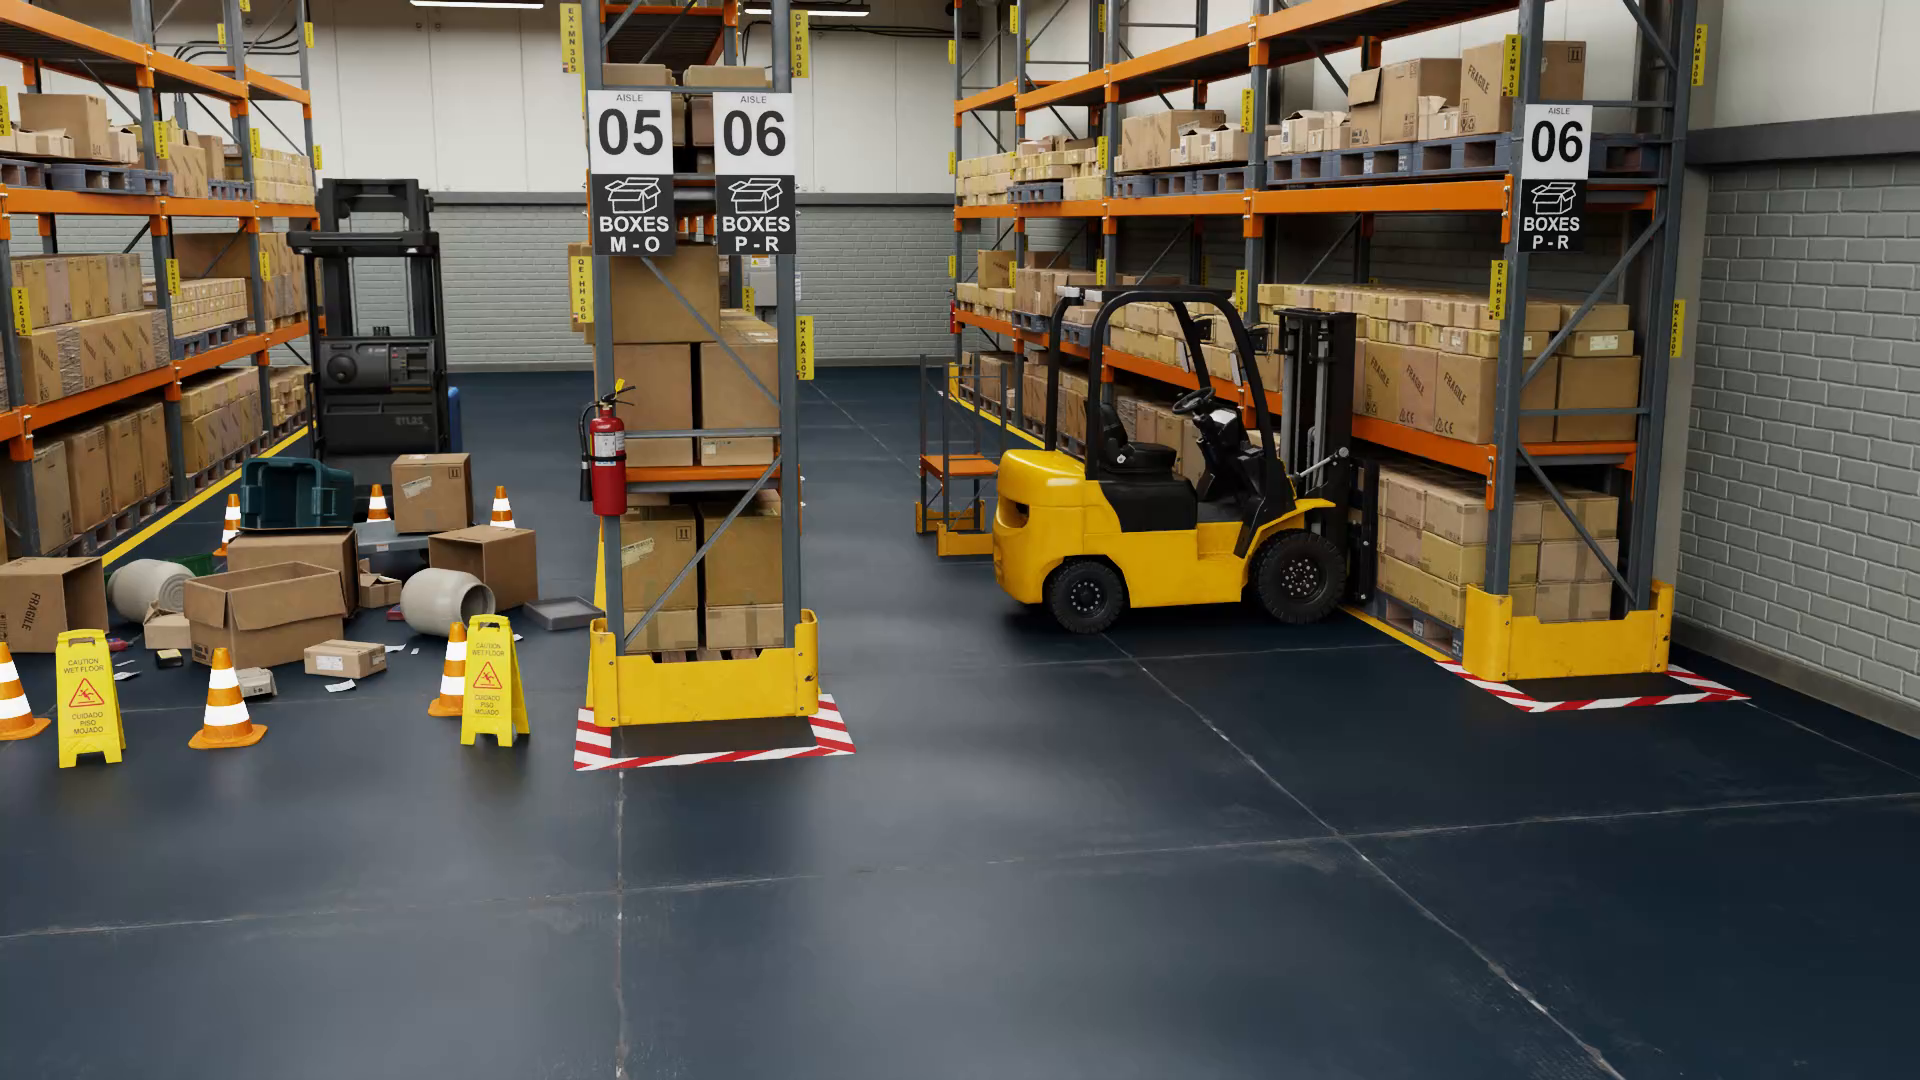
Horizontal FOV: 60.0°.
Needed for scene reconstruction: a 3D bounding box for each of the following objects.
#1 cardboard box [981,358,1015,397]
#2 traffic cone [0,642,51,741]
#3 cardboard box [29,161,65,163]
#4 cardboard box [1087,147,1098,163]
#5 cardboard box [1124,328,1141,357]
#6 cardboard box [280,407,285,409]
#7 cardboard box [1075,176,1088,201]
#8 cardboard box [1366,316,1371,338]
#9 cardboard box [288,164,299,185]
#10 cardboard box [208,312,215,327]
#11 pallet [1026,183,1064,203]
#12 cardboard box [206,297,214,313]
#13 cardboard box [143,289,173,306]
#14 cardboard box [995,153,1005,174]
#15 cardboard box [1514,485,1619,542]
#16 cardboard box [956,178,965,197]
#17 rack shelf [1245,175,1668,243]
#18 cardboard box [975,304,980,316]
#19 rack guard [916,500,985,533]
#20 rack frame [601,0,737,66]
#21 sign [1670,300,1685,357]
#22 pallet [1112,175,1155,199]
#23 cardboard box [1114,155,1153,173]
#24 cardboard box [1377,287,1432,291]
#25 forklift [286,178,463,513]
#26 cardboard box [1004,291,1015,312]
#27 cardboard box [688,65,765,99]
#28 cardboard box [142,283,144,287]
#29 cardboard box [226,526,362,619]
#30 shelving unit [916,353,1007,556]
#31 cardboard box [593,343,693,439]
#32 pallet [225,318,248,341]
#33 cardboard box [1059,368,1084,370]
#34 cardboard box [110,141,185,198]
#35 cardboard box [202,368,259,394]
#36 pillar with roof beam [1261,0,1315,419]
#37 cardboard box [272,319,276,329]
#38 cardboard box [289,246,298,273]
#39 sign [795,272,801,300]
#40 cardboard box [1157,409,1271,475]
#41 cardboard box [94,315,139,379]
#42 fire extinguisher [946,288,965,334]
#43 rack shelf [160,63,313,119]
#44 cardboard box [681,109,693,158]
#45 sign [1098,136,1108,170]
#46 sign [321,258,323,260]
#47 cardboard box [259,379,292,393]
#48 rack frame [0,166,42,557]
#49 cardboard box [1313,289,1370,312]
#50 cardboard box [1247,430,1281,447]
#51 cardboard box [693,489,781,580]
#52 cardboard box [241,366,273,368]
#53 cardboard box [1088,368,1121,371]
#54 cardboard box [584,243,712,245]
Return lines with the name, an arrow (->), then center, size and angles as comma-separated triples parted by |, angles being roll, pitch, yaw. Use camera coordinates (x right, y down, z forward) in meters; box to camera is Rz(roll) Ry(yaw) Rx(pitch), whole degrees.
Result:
cardboard box -> 0.580, -2.261, 23.117 | 0.500, 0.500, 0.500 | -2, 11, -10
traffic cone -> -4.882, 0.754, 8.497 | 0.336, 0.463, 0.334 | -2, 11, -11
cardboard box -> -7.705, -3.233, 13.649 | 0.500, 0.250, 0.500 | -2, 11, -9
cardboard box -> 1.571, -4.083, 17.644 | 0.380, 0.149, 0.250 | -2, 11, -13
cardboard box -> 1.916, -1.934, 16.235 | 0.500, 0.250, 0.500 | -2, 11, -12
cardboard box -> -8.412, -1.521, 20.166 | 0.380, 0.149, 0.250 | -2, 11, -11
cardboard box -> 1.540, -3.768, 17.847 | 0.500, 0.250, 0.500 | -2, 11, -11
cardboard box -> 2.957, -1.428, 11.172 | 0.380, 0.149, 0.250 | -2, 11, -11
cardboard box -> -8.746, -4.660, 21.200 | 0.500, 0.250, 0.500 | -2, 11, -10
cardboard box -> -7.925, -2.274, 17.168 | 0.380, 0.149, 0.250 | -2, 11, -13
pallet -> 1.462, -3.993, 19.132 | 1.213, 0.211, 1.003 | -2, 11, -11
cardboard box -> -7.933, -2.421, 17.147 | 0.380, 0.149, 0.250 | -2, 11, -9
cardboard box -> -7.628, -2.278, 15.601 | 0.380, 0.149, 0.250 | -2, 11, -11
cardboard box -> 0.757, -4.892, 21.622 | 0.500, 0.250, 0.500 | -2, 11, -12
cardboard box -> 3.625, -0.165, 10.096 | 0.500, 0.250, 0.500 | -2, 11, -12
cardboard box -> 0.239, -5.112, 24.116 | 0.500, 0.250, 0.500 | -2, 11, -12
rack shelf -> 3.144, -2.210, 11.186 | 1.077, 0.370, 4.000 | -2, 11, -11
cardboard box -> 0.417, -3.226, 23.293 | 0.380, 0.149, 0.250 | -2, 11, -13
rack guard -> -0.082, -0.200, 14.080 | 0.587, 0.250, 0.087 | -2, 11, -11
rack frame -> -2.113, -4.222, 11.814 | 1.000, 3.000, 0.127 | -2, 11, -11
sign -> 4.078, -1.206, 9.484 | 0.100, 0.325, 0.005 | -2, 11, -11
pallet -> 2.196, -3.450, 16.282 | 1.213, 0.211, 1.003 | -2, 11, -8
cardboard box -> 1.747, -3.729, 16.480 | 0.380, 0.166, 0.250 | -2, 11, -11
cardboard box -> 3.296, -1.784, 12.248 | 0.380, 0.149, 0.250 | -2, 11, -12
forklift -> -4.888, -1.527, 13.881 | 1.130, 2.935, 3.031 | -2, 11, -10
cardboard box -> 0.861, -3.081, 21.466 | 0.500, 0.250, 0.500 | -2, 11, -10
cardboard box -> -1.205, -2.356, 8.570 | 0.380, 0.149, 0.250 | -2, 11, -11
cardboard box -> -8.571, -2.544, 16.997 | 0.380, 0.149, 0.250 | -2, 11, -9
cardboard box -> -4.350, 0.217, 10.849 | 0.797, 0.637, 0.503 | -2, 11, -11
shelving unit -> 0.015, -0.723, 13.483 | 0.587, 1.500, 1.083 | -2, 11, -11
cardboard box -> -1.711, -0.826, 8.954 | 0.500, 0.500, 0.500 | -2, 11, -12
pallet -> -8.499, -2.304, 18.294 | 1.003, 0.211, 1.213 | -2, 11, -11
cardboard box -> 1.277, -1.954, 19.766 | 0.380, 0.149, 0.250 | -2, 11, -11
cardboard box -> -7.577, -3.448, 15.497 | 0.500, 0.500, 0.500 | -2, 11, -11
cardboard box -> -8.112, -1.763, 18.495 | 0.500, 0.250, 0.500 | -2, 11, -13
pillar with roof beam -> -1.108, -4.774, 14.714 | 9.100, 9.000, 0.400 | -2, 11, -11
cardboard box -> -8.513, -2.626, 20.144 | 0.380, 0.149, 0.250 | -3, 11, -14
cardboard box -> -8.636, -3.604, 20.874 | 0.500, 0.500, 0.500 | -3, 11, -13
sign -> -3.034, -4.568, 29.931 | 0.329, 0.494, 0.001 | -2, 11, -11
cardboard box -> 2.351, -0.872, 15.483 | 0.875, 0.625, 0.625 | -3, 11, -13
cardboard box -> -7.183, -1.603, 13.831 | 0.500, 0.500, 0.500 | -2, 11, -12
fire extinguisher -> -0.061, -3.446, 24.986 | 0.296, 0.674, 0.183 | -2, 11, -11
rack shelf -> -8.894, -5.503, 20.474 | 1.077, 0.370, 4.000 | -2, 11, -11
cardboard box -> -1.385, -2.376, 9.742 | 0.500, 0.250, 0.500 | -2, 11, -9
sign -> 1.444, -3.898, 16.751 | 0.100, 0.325, 0.005 | -2, 11, -11
sign -> -8.735, -4.018, 22.844 | 0.100, 0.325, 0.005 | -2, 11, -11
cardboard box -> -8.504, -1.907, 20.603 | 0.380, 0.149, 0.250 | -2, 11, -10
rack frame -> -6.949, -1.077, 11.332 | 1.000, 3.000, 0.127 | -2, 11, -11
cardboard box -> 2.750, -1.713, 11.874 | 0.380, 0.149, 0.250 | -2, 11, -12
cardboard box -> 2.541, -0.703, 12.925 | 0.500, 0.250, 0.500 | -2, 11, -12
cardboard box -> -1.332, -0.024, 10.024 | 0.500, 0.500, 0.500 | -3, 11, -13
cardboard box -> -9.515, -2.267, 22.497 | 0.380, 0.149, 0.250 | -3, 11, -14
cardboard box -> 1.742, -1.973, 19.867 | 0.380, 0.149, 0.250 | -2, 11, -9
cardboard box -> -1.740, -1.407, 9.329 | 0.700, 0.500, 0.500 | -2, 11, -10
